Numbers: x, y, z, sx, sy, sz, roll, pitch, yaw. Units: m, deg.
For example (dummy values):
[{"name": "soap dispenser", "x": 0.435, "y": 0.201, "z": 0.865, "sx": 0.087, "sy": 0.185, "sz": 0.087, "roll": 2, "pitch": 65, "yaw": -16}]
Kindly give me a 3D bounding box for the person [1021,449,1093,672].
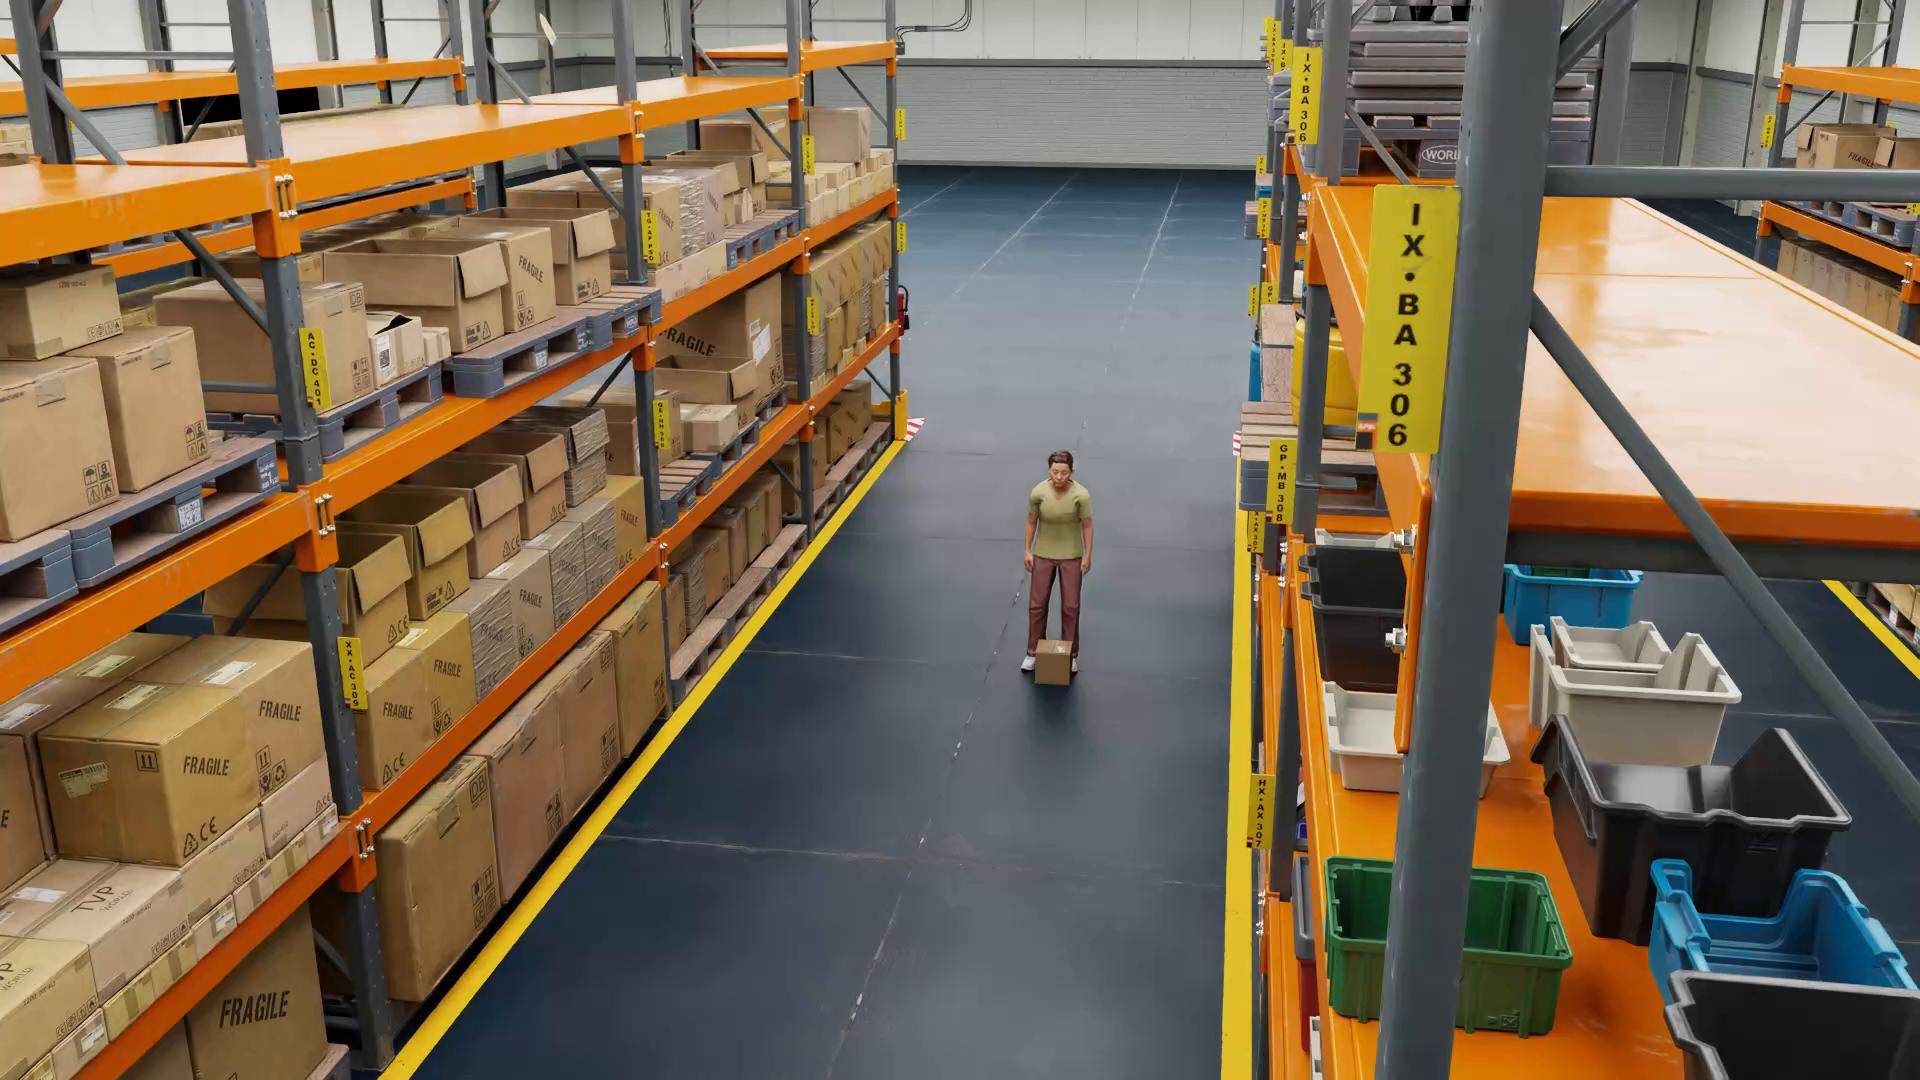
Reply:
[{"name": "person", "x": 0.713, "y": 0.139, "z": 12.126, "sx": 0.499, "sy": 1.673, "sz": 0.356, "roll": 3, "pitch": 18, "yaw": 9}]
